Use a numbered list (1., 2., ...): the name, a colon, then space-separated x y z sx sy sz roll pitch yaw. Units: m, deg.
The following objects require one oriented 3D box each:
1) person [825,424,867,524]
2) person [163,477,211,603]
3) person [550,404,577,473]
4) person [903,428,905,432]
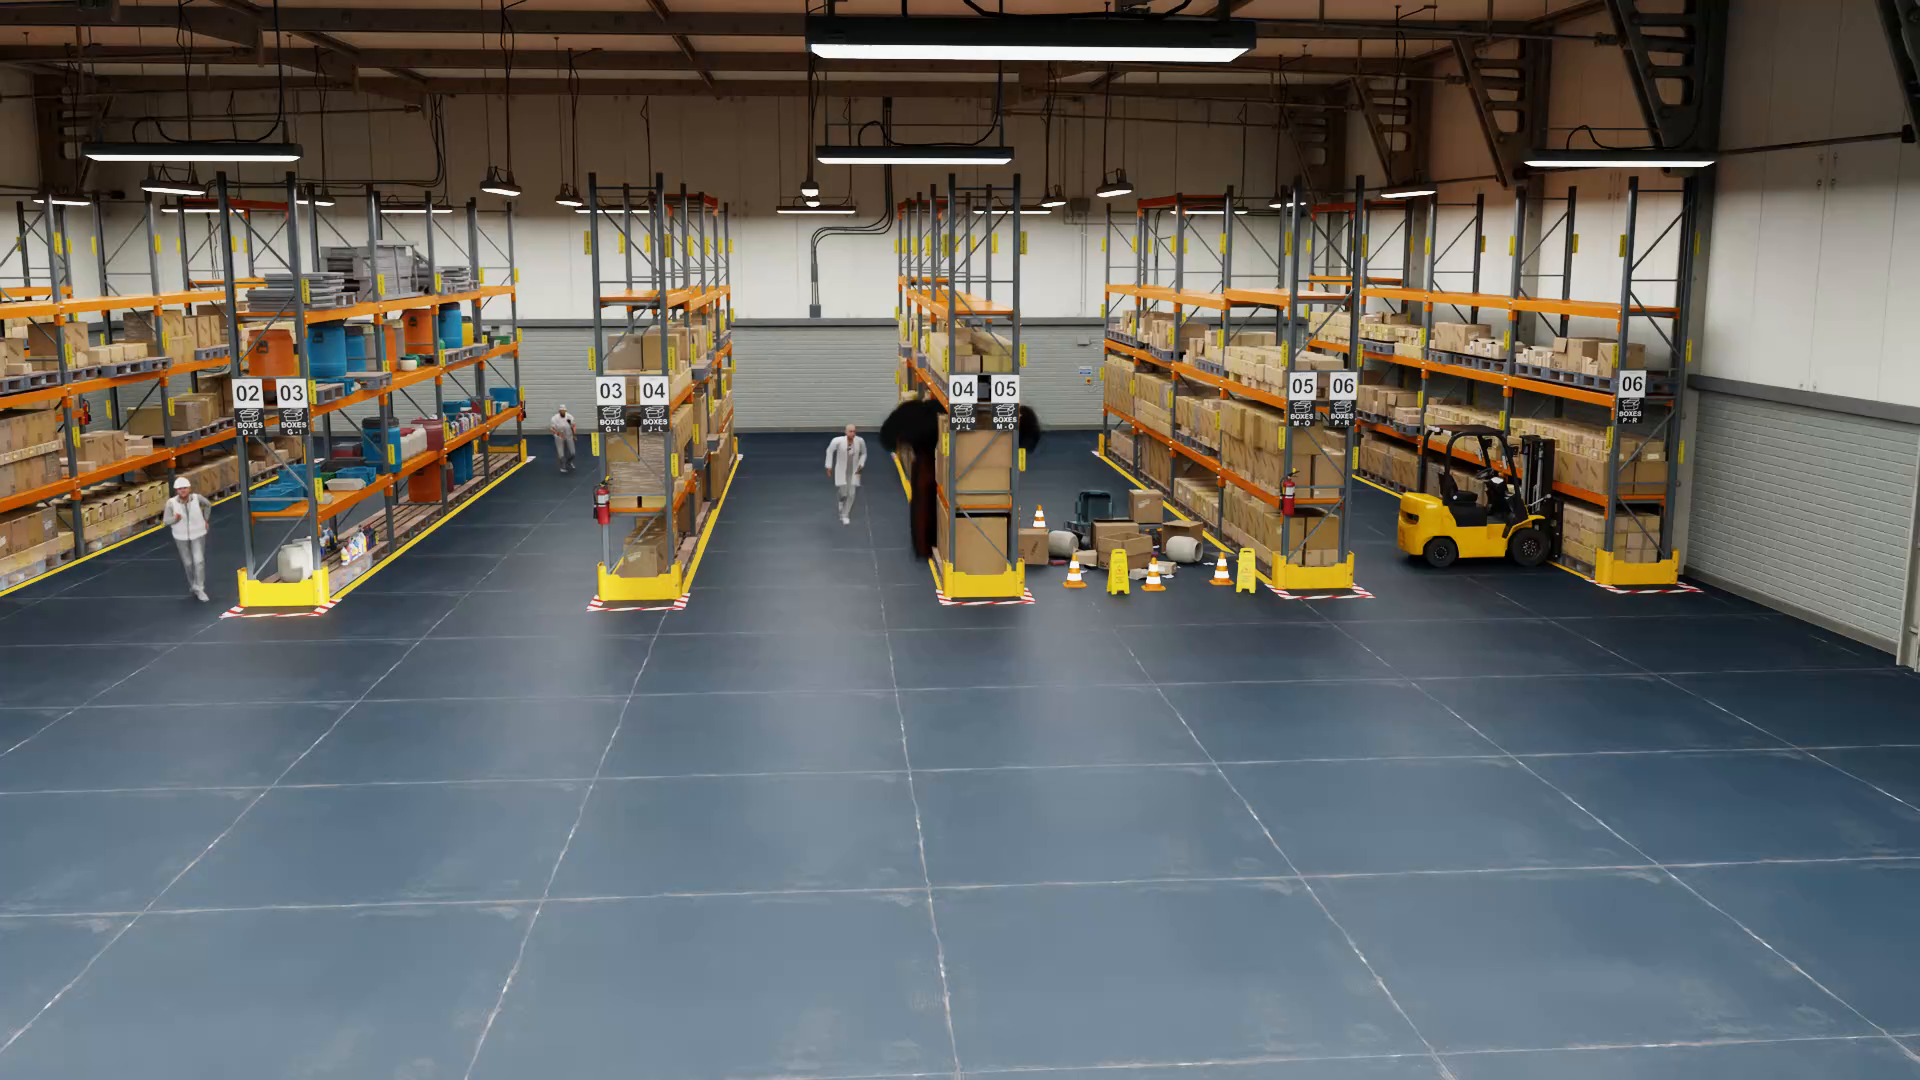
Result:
1. person: -1.964 -1.161 28.717 0.717 1.723 0.705 -4 11 -21
2. person: -11.034 -0.030 23.799 0.628 1.791 0.882 -4 11 -20
3. person: -8.849 -2.271 37.140 0.589 1.556 0.724 -4 11 -21
4. person: -1.112 -2.943 40.950 0.799 1.562 0.593 -5 11 -25
